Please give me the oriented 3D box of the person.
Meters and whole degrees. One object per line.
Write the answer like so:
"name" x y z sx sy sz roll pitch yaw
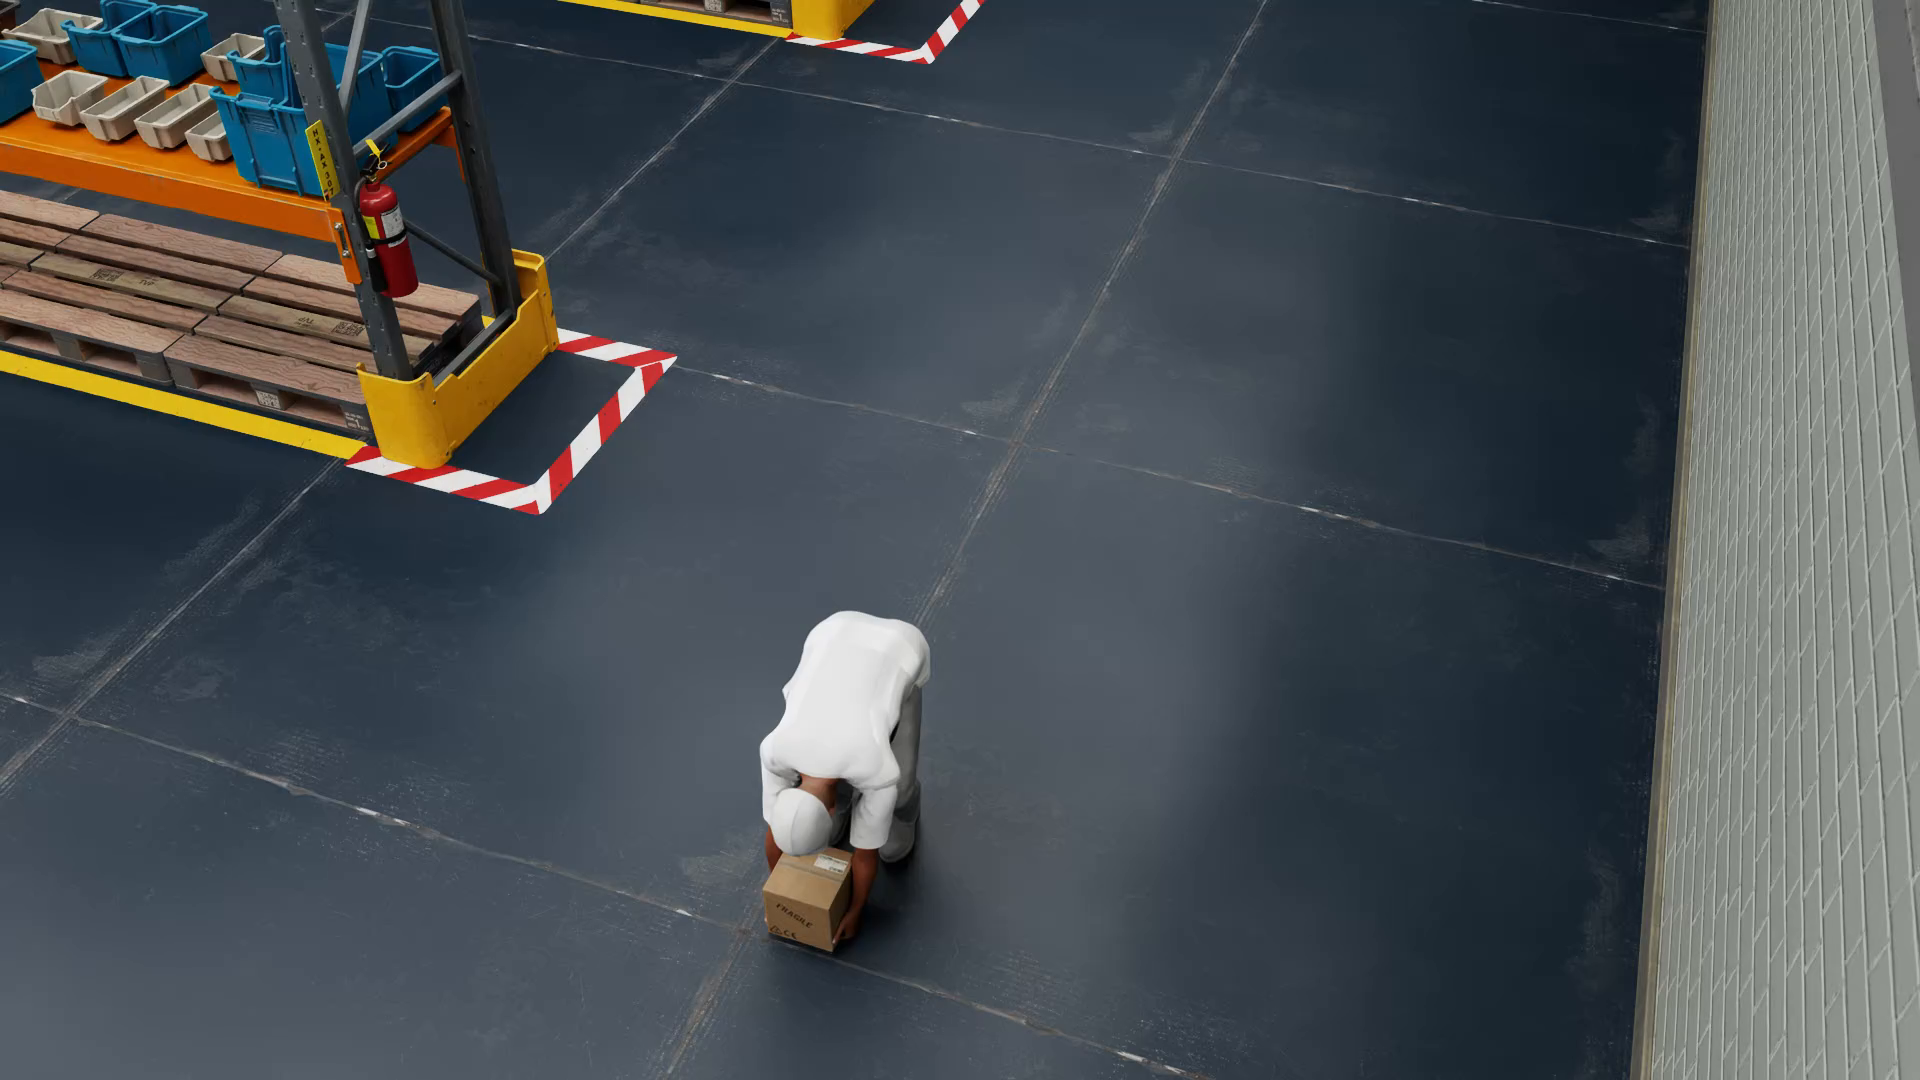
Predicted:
"person" -0.402 0.827 5.823 0.498 0.939 0.974 12 43 13
